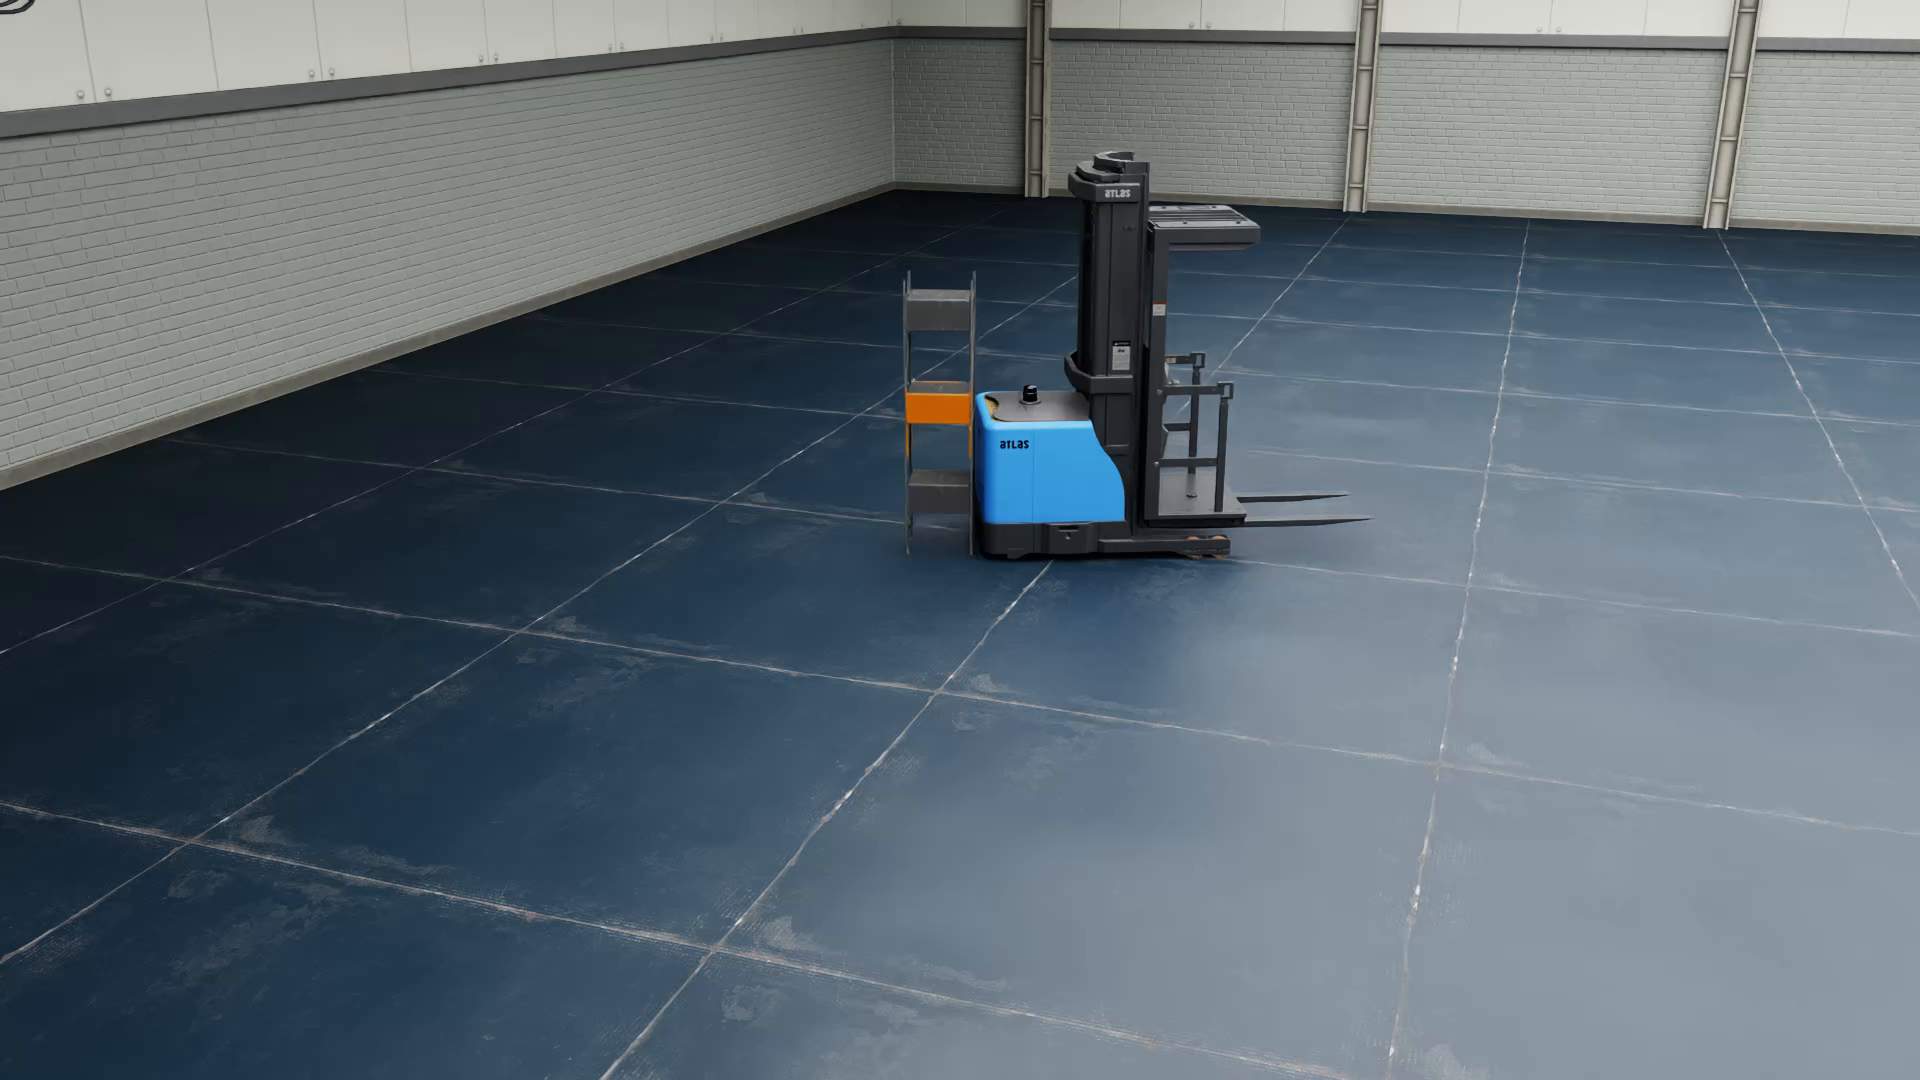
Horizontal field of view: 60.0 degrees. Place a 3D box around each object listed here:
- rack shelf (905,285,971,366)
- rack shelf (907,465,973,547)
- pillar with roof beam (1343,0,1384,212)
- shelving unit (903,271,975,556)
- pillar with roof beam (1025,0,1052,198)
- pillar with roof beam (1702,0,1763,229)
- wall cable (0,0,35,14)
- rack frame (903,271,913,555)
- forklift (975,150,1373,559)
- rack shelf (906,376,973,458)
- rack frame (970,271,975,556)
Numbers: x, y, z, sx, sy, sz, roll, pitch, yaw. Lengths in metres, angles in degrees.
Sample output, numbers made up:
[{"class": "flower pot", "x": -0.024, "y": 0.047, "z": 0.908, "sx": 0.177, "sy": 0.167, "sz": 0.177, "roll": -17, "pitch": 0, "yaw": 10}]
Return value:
[{"class": "rack shelf", "x": -0.148, "y": -1.587, "z": 12.269, "sx": 0.480, "sy": 0.518, "sz": 0.431, "roll": 1, "pitch": 19, "yaw": 3}, {"class": "rack shelf", "x": -0.148, "y": -0.265, "z": 12.730, "sx": 0.480, "sy": 0.518, "sz": 0.431, "roll": 1, "pitch": 19, "yaw": 3}, {"class": "pillar with roof beam", "x": 5.728, "y": -8.865, "z": 24.753, "sx": 0.400, "sy": 9.000, "sz": 9.100, "roll": 7, "pitch": 20, "yaw": 18}, {"class": "shelving unit", "x": -0.148, "y": -0.939, "z": 12.495, "sx": 0.503, "sy": 2.100, "sz": 0.431, "roll": 1, "pitch": 19, "yaw": 3}, {"class": "pillar with roof beam", "x": 0.061, "y": -9.513, "z": 26.612, "sx": 0.400, "sy": 9.000, "sz": 9.100, "roll": 7, "pitch": 20, "yaw": 18}, {"class": "pillar with roof beam", "x": 11.396, "y": -8.217, "z": 22.894, "sx": 0.400, "sy": 9.000, "sz": 9.100, "roll": 7, "pitch": 20, "yaw": 18}, {"class": "wall cable", "x": -8.082, "y": -6.343, "z": 12.351, "sx": 0.169, "sy": 6.003, "sz": 2.305, "roll": 7, "pitch": 20, "yaw": 18}, {"class": "rack frame", "x": -0.392, "y": -0.943, "z": 12.508, "sx": 0.015, "sy": 2.100, "sz": 0.400, "roll": 1, "pitch": 19, "yaw": 3}, {"class": "forklift", "x": 1.645, "y": -1.415, "z": 12.597, "sx": 3.031, "sy": 2.935, "sz": 1.130, "roll": -1, "pitch": 19, "yaw": -4}, {"class": "rack shelf", "x": -0.148, "y": -0.926, "z": 12.499, "sx": 0.480, "sy": 0.518, "sz": 0.431, "roll": 1, "pitch": 19, "yaw": 3}, {"class": "rack frame", "x": 0.095, "y": -0.934, "z": 12.481, "sx": 0.015, "sy": 2.100, "sz": 0.400, "roll": 1, "pitch": 19, "yaw": 3}]
